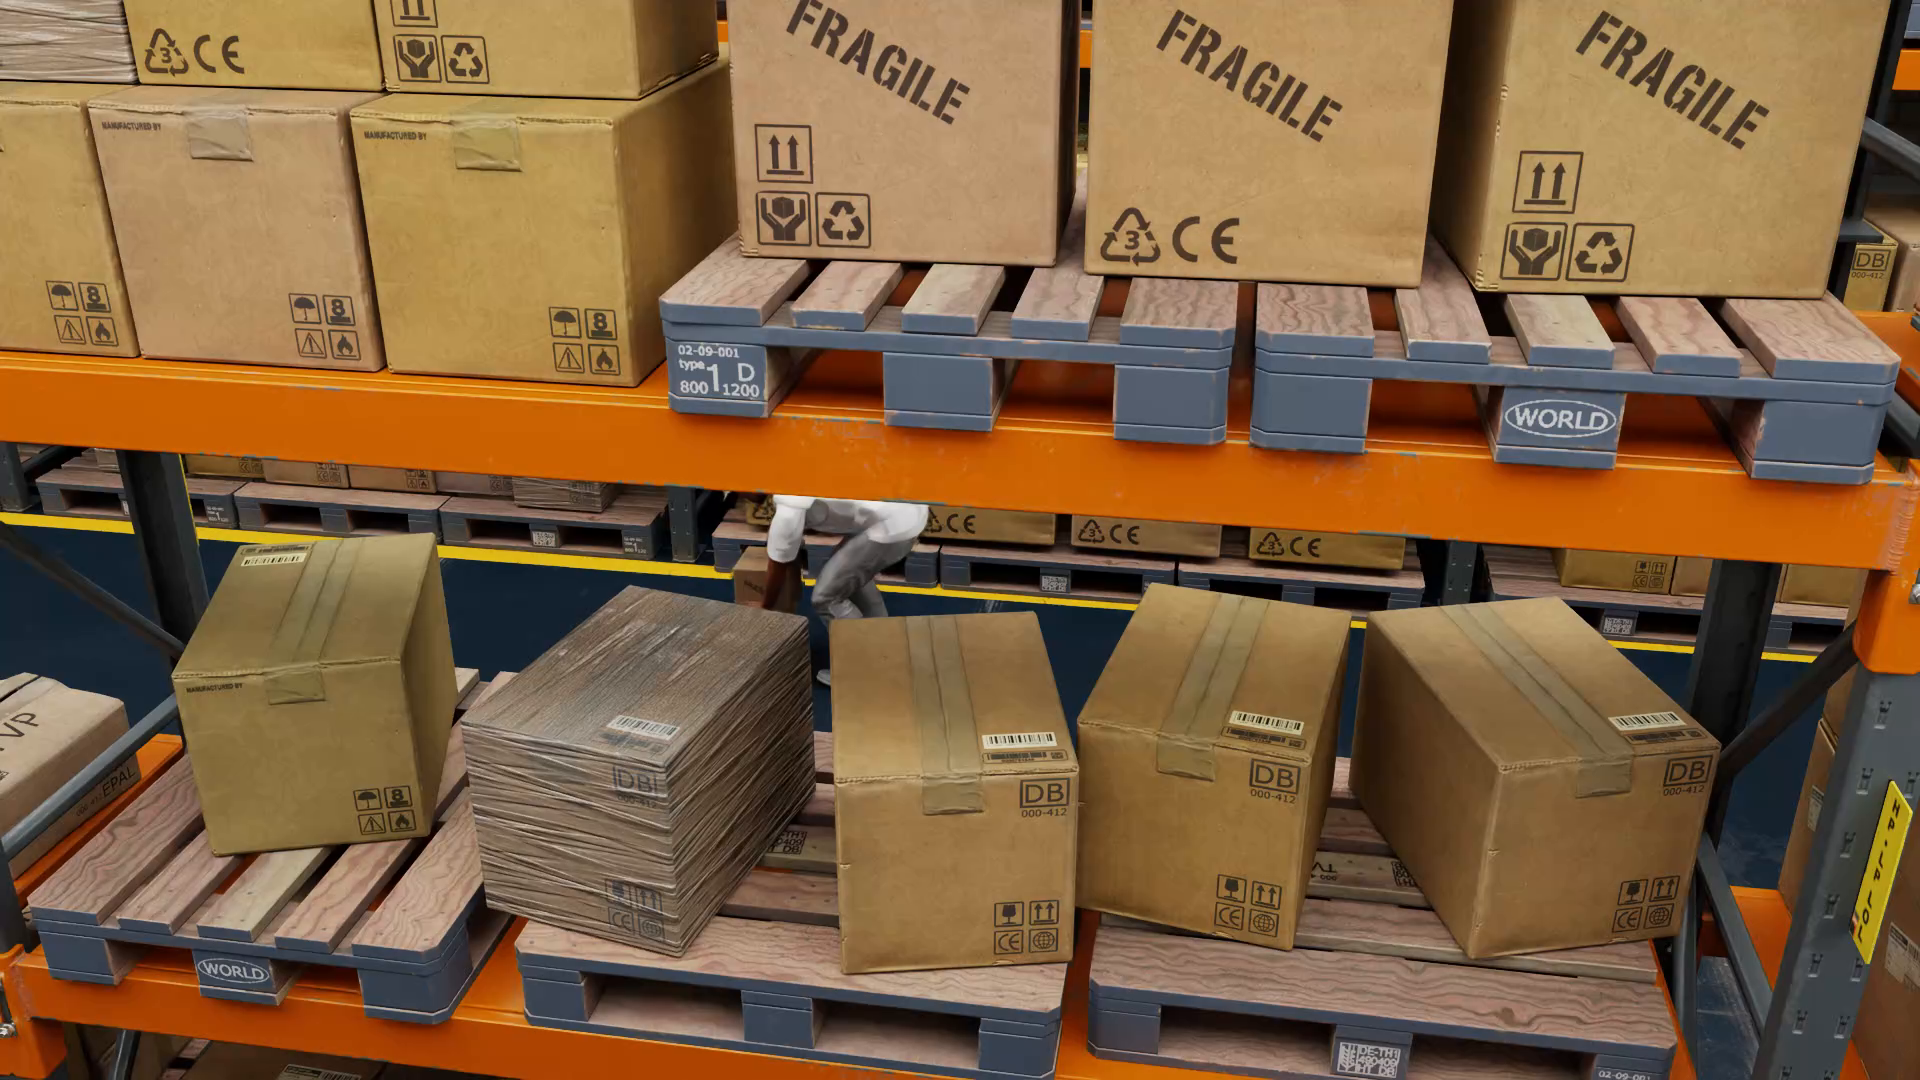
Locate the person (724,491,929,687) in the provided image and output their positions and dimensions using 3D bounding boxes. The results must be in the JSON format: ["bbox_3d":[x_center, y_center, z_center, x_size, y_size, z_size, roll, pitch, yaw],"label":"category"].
[{"bbox_3d":[-0.625,0.101,7.598,0.959,1.143,0.511,3,25,7],"label":"person"}]
